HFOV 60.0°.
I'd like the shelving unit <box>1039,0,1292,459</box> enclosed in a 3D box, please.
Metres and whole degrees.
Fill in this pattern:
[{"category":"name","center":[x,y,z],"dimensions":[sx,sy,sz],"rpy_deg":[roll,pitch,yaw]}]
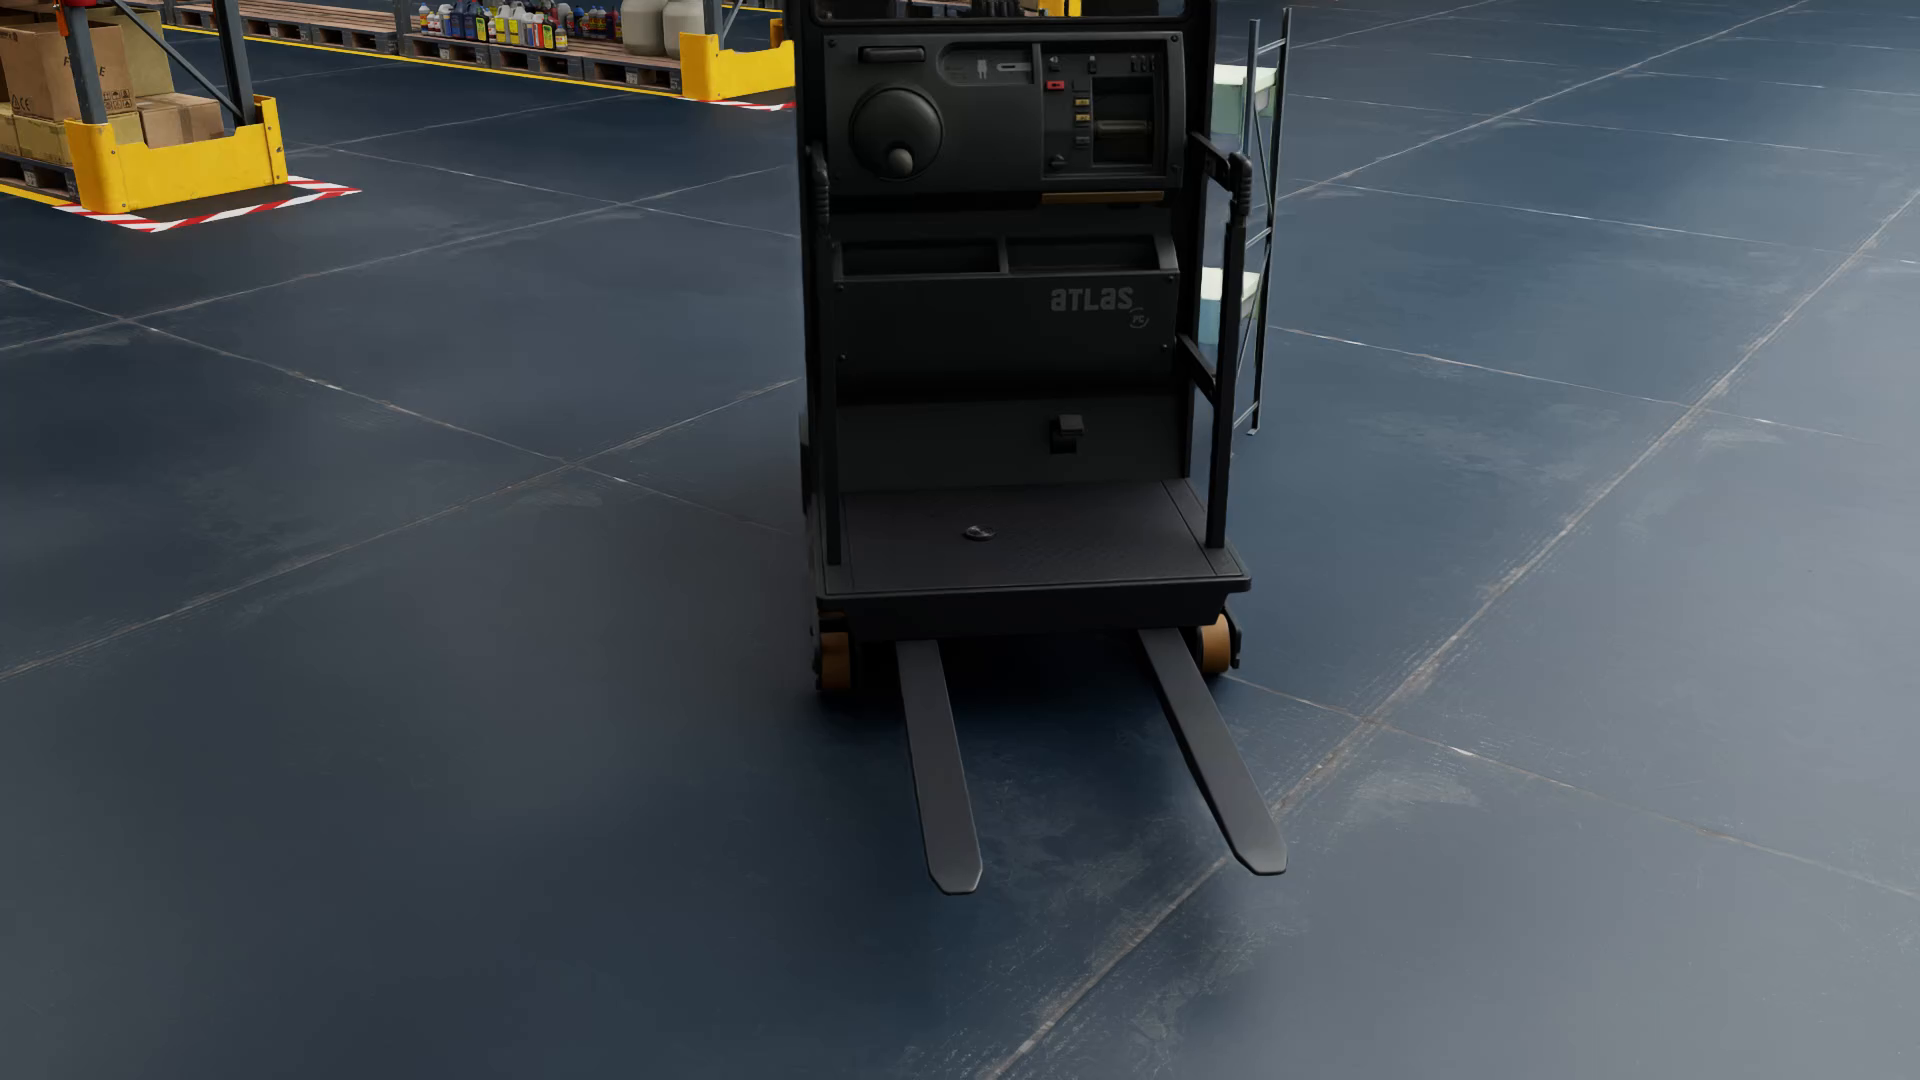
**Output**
[{"category":"shelving unit","center":[0.689,-1.096,5.879],"dimensions":[0.755,1.500,0.431],"rpy_deg":[11,26,24]}]

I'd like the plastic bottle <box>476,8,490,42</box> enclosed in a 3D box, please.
[{"category":"plastic bottle","center":[-4.206,-4.545,14.668],"dimensions":[0.133,0.283,0.061],"rpy_deg":[18,30,36]}]

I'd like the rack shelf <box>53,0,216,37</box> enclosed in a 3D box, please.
[{"category":"rack shelf","center":[-6.235,-3.604,10.603],"dimensions":[4.000,0.370,1.077],"rpy_deg":[17,29,33]}]

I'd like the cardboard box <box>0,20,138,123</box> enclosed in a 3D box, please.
[{"category":"cardboard box","center":[-5.242,-2.761,9.755],"dimensions":[0.500,0.500,0.500],"rpy_deg":[17,29,33]}]

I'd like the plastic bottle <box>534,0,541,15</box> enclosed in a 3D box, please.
[{"category":"plastic bottle","center":[-3.864,-4.838,15.333],"dimensions":[0.133,0.283,0.061],"rpy_deg":[19,30,37]}]

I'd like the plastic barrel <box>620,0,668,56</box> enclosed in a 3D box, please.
[{"category":"plastic barrel","center":[-2.634,-4.357,13.982],"dimensions":[0.421,0.512,0.421],"rpy_deg":[0,24,0]}]

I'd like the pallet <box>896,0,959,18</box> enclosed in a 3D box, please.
[{"category":"pallet","center":[-0.352,-5.891,18.357],"dimensions":[1.213,0.211,1.003],"rpy_deg":[17,29,33]}]

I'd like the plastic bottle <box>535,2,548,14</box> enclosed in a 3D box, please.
[{"category":"plastic bottle","center":[-3.802,-4.746,15.125],"dimensions":[0.133,0.283,0.061],"rpy_deg":[17,29,33]}]

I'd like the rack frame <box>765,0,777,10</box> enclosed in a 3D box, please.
[{"category":"rack frame","center":[-1.891,-7.612,18.807],"dimensions":[0.127,3.000,1.000],"rpy_deg":[17,29,33]}]

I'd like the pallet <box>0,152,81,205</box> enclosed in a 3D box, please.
[{"category":"pallet","center":[-5.271,-2.345,10.311],"dimensions":[1.213,0.211,1.003],"rpy_deg":[17,29,33]}]

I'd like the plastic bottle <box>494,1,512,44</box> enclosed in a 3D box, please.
[{"category":"plastic bottle","center":[-3.973,-4.526,14.542],"dimensions":[0.185,0.351,0.144],"rpy_deg":[17,29,33]}]

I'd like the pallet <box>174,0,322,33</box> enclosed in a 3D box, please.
[{"category":"pallet","center":[-7.465,-5.506,17.484],"dimensions":[1.213,0.211,1.003],"rpy_deg":[17,29,33]}]

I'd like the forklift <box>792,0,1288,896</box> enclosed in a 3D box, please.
[{"category":"forklift","center":[0.142,-1.085,4.077],"dimensions":[1.130,2.935,3.031],"rpy_deg":[-2,24,-6]}]

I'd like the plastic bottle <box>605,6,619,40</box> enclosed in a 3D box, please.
[{"category":"plastic bottle","center":[-3.095,-4.605,14.805],"dimensions":[0.133,0.283,0.061],"rpy_deg":[17,29,34]}]

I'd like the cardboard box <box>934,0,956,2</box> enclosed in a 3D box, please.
[{"category":"cardboard box","center":[-0.168,-6.141,18.047],"dimensions":[0.500,0.500,0.500],"rpy_deg":[20,31,38]}]

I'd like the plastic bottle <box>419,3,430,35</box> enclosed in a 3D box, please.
[{"category":"plastic bottle","center":[-4.869,-4.749,15.146],"dimensions":[0.097,0.271,0.097],"rpy_deg":[0,24,0]}]

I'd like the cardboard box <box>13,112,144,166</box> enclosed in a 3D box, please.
[{"category":"cardboard box","center":[-5.241,-2.418,9.907],"dimensions":[0.500,0.250,0.500],"rpy_deg":[17,29,33]}]

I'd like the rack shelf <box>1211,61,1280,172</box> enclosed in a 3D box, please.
[{"category":"rack shelf","center":[0.689,-1.454,5.721],"dimensions":[0.720,0.370,0.431],"rpy_deg":[11,26,24]}]

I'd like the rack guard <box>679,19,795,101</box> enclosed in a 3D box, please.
[{"category":"rack guard","center":[-1.749,-3.906,13.496],"dimensions":[0.348,0.500,1.175],"rpy_deg":[17,29,33]}]

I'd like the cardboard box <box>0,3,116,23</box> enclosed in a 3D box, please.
[{"category":"cardboard box","center":[-5.739,-3.166,10.674],"dimensions":[0.500,0.500,0.500],"rpy_deg":[17,29,33]}]

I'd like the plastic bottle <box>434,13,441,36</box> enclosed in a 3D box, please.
[{"category":"plastic bottle","center":[-4.706,-4.668,15.048],"dimensions":[0.097,0.201,0.097],"rpy_deg":[0,24,0]}]

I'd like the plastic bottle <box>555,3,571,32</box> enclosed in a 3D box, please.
[{"category":"plastic bottle","center":[-3.633,-4.742,15.124],"dimensions":[0.135,0.276,0.152],"rpy_deg":[17,29,34]}]

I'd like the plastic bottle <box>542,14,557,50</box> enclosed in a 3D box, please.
[{"category":"plastic bottle","center":[-3.497,-4.331,14.182],"dimensions":[0.133,0.283,0.061],"rpy_deg":[18,29,35]}]

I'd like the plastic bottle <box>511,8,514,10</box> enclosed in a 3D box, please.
[{"category":"plastic bottle","center":[-3.904,-4.546,14.679],"dimensions":[0.135,0.276,0.152],"rpy_deg":[17,29,33]}]

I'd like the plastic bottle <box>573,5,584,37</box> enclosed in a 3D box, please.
[{"category":"plastic bottle","center":[-3.441,-4.695,15.024],"dimensions":[0.097,0.271,0.097],"rpy_deg":[0,24,0]}]

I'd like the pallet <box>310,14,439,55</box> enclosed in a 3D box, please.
[{"category":"pallet","center":[-5.513,-4.916,16.145],"dimensions":[1.213,0.211,1.003],"rpy_deg":[17,29,33]}]

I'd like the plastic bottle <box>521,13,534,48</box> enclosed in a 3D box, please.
[{"category":"plastic bottle","center":[-3.689,-4.408,14.367],"dimensions":[0.135,0.276,0.152],"rpy_deg":[16,28,32]}]

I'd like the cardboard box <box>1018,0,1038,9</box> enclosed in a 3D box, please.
[{"category":"cardboard box","center":[0.820,-5.850,17.386],"dimensions":[0.500,0.500,0.500],"rpy_deg":[-20,31,-38]}]

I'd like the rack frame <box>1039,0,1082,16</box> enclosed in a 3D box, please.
[{"category":"rack frame","center":[0.361,-1.162,6.027],"dimensions":[0.023,1.500,0.400],"rpy_deg":[11,26,24]}]

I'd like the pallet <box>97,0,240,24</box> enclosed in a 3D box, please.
[{"category":"pallet","center":[-8.718,-5.883,18.340],"dimensions":[1.213,0.211,1.003],"rpy_deg":[17,29,33]}]

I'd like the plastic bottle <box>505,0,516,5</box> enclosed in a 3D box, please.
[{"category":"plastic bottle","center":[-4.173,-4.941,15.483],"dimensions":[0.185,0.351,0.144],"rpy_deg":[16,28,32]}]

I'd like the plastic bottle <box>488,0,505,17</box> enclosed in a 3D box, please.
[{"category":"plastic bottle","center":[-4.259,-4.894,15.378],"dimensions":[0.185,0.351,0.144],"rpy_deg":[17,29,33]}]

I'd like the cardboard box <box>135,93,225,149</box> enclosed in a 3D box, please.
[{"category":"cardboard box","center":[-4.930,-2.585,10.287],"dimensions":[0.500,0.250,0.500],"rpy_deg":[17,29,33]}]

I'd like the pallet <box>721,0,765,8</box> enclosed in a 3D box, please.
[{"category":"pallet","center":[-2.515,-6.524,19.796],"dimensions":[1.213,0.211,1.003],"rpy_deg":[17,29,33]}]

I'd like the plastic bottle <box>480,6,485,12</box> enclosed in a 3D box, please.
[{"category":"plastic bottle","center":[-4.276,-4.642,14.904],"dimensions":[0.097,0.271,0.097],"rpy_deg":[0,24,0]}]

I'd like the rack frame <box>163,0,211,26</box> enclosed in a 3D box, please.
[{"category":"rack frame","center":[-8.062,-6.982,17.376],"dimensions":[0.127,3.000,1.000],"rpy_deg":[17,29,33]}]

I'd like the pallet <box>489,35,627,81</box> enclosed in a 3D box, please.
[{"category":"pallet","center":[-3.368,-4.268,14.674],"dimensions":[1.213,0.211,1.003],"rpy_deg":[17,29,33]}]

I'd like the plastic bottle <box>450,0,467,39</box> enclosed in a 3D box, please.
[{"category":"plastic bottle","center":[-4.464,-4.674,14.879],"dimensions":[0.185,0.351,0.144],"rpy_deg":[18,29,35]}]

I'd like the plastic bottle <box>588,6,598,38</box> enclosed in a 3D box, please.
[{"category":"plastic bottle","center":[-3.279,-4.646,14.913],"dimensions":[0.097,0.271,0.097],"rpy_deg":[0,24,0]}]
